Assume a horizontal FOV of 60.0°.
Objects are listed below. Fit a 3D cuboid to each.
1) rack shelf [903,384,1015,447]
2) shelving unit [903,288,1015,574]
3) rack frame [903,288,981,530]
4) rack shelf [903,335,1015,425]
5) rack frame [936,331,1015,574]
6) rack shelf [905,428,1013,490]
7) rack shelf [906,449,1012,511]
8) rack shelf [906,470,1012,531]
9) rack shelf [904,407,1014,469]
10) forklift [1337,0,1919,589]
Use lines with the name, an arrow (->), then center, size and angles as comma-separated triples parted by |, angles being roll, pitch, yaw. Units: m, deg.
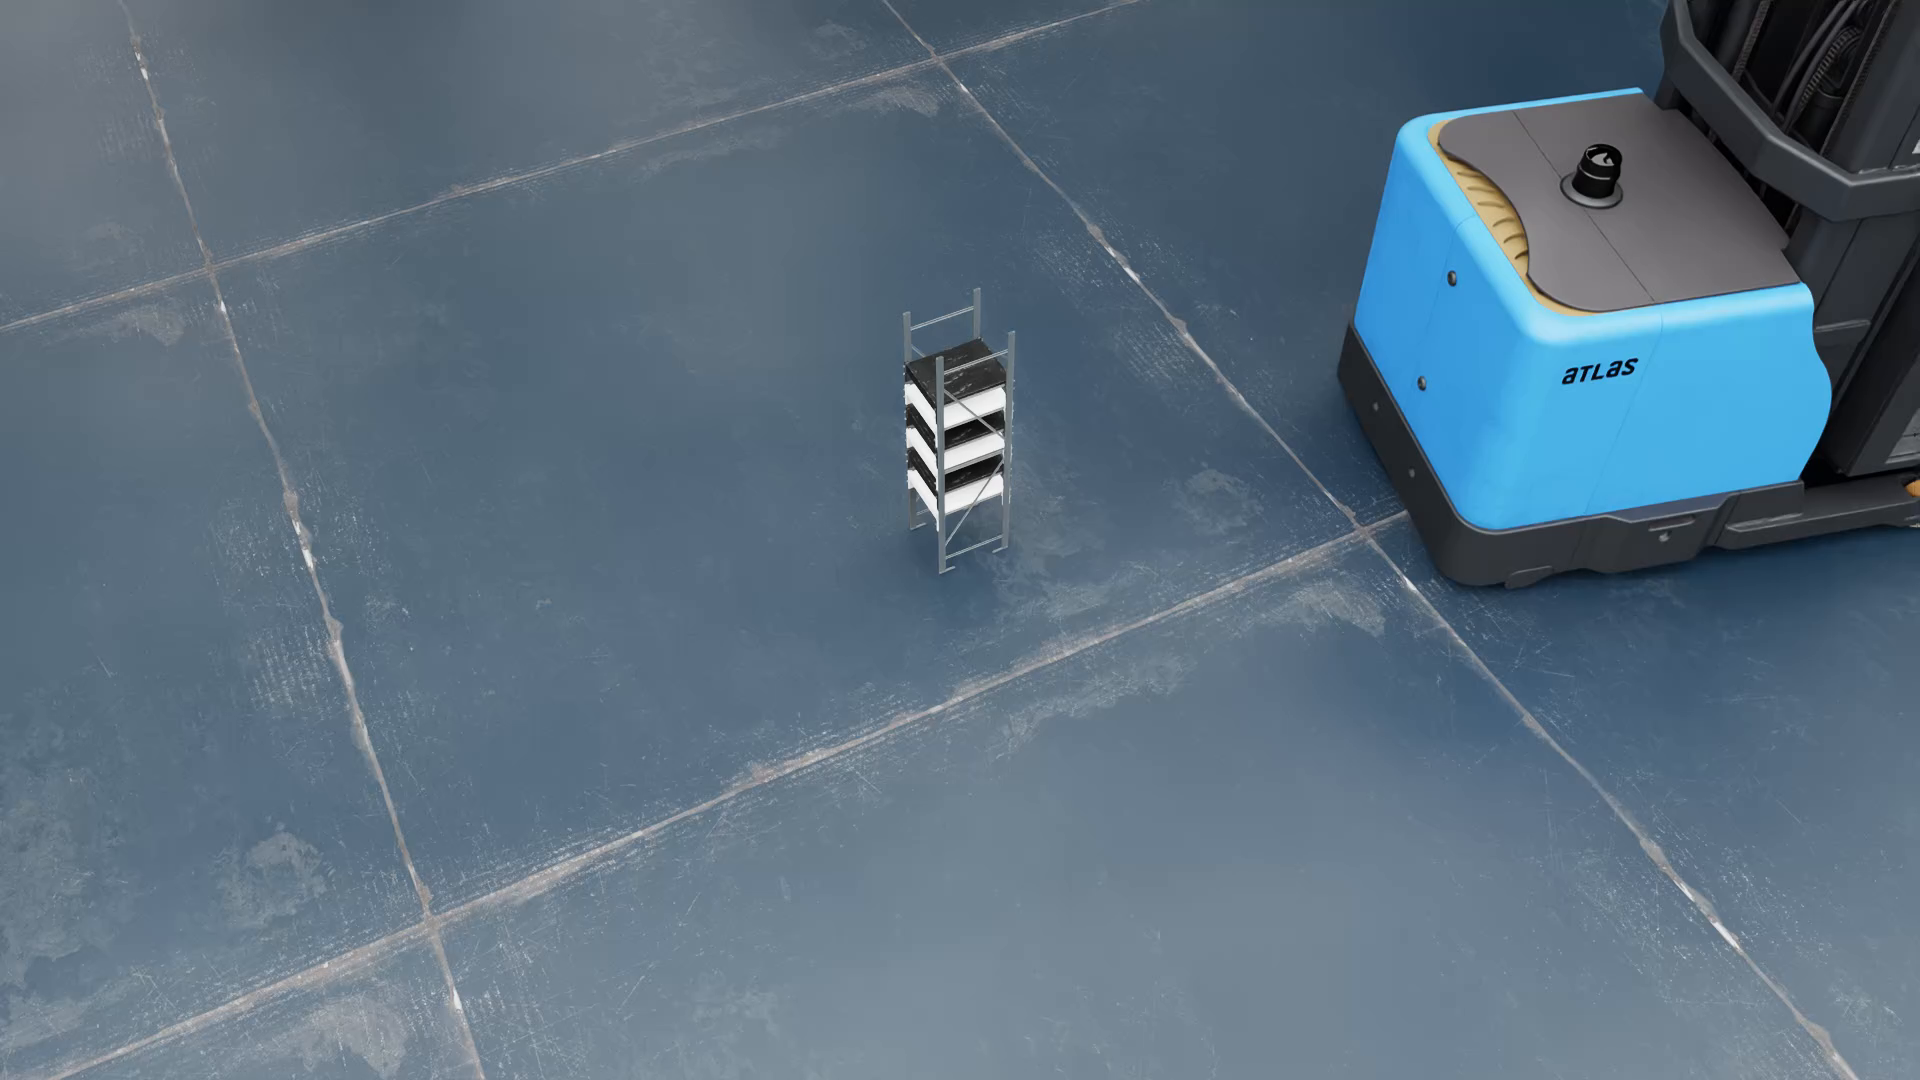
rack shelf -> -0.004, -0.398, 4.806 | 0.258, 0.077, 0.200 | -21, 52, -18
shelving unit -> -0.004, -0.302, 4.916 | 0.258, 0.900, 0.210 | -21, 52, -18
rack frame -> -0.050, -0.370, 4.976 | 0.240, 0.900, 0.006 | -21, 52, -18
rack shelf -> -0.004, -0.458, 4.738 | 0.258, 0.077, 0.200 | -21, 52, -18
rack frame -> 0.043, -0.234, 4.857 | 0.240, 0.900, 0.006 | -21, 52, -18
rack shelf -> -0.004, -0.280, 4.941 | 0.258, 0.077, 0.200 | -21, 52, -18
rack shelf -> -0.004, -0.221, 5.009 | 0.258, 0.077, 0.200 | -21, 52, -18
rack shelf -> -0.004, -0.161, 5.077 | 0.258, 0.077, 0.200 | -21, 52, -18
rack shelf -> -0.004, -0.339, 4.873 | 0.258, 0.077, 0.200 | -21, 52, -18
forklift -> 2.851, -1.388, 4.516 | 3.031, 2.935, 1.130 | -9, 49, -8
